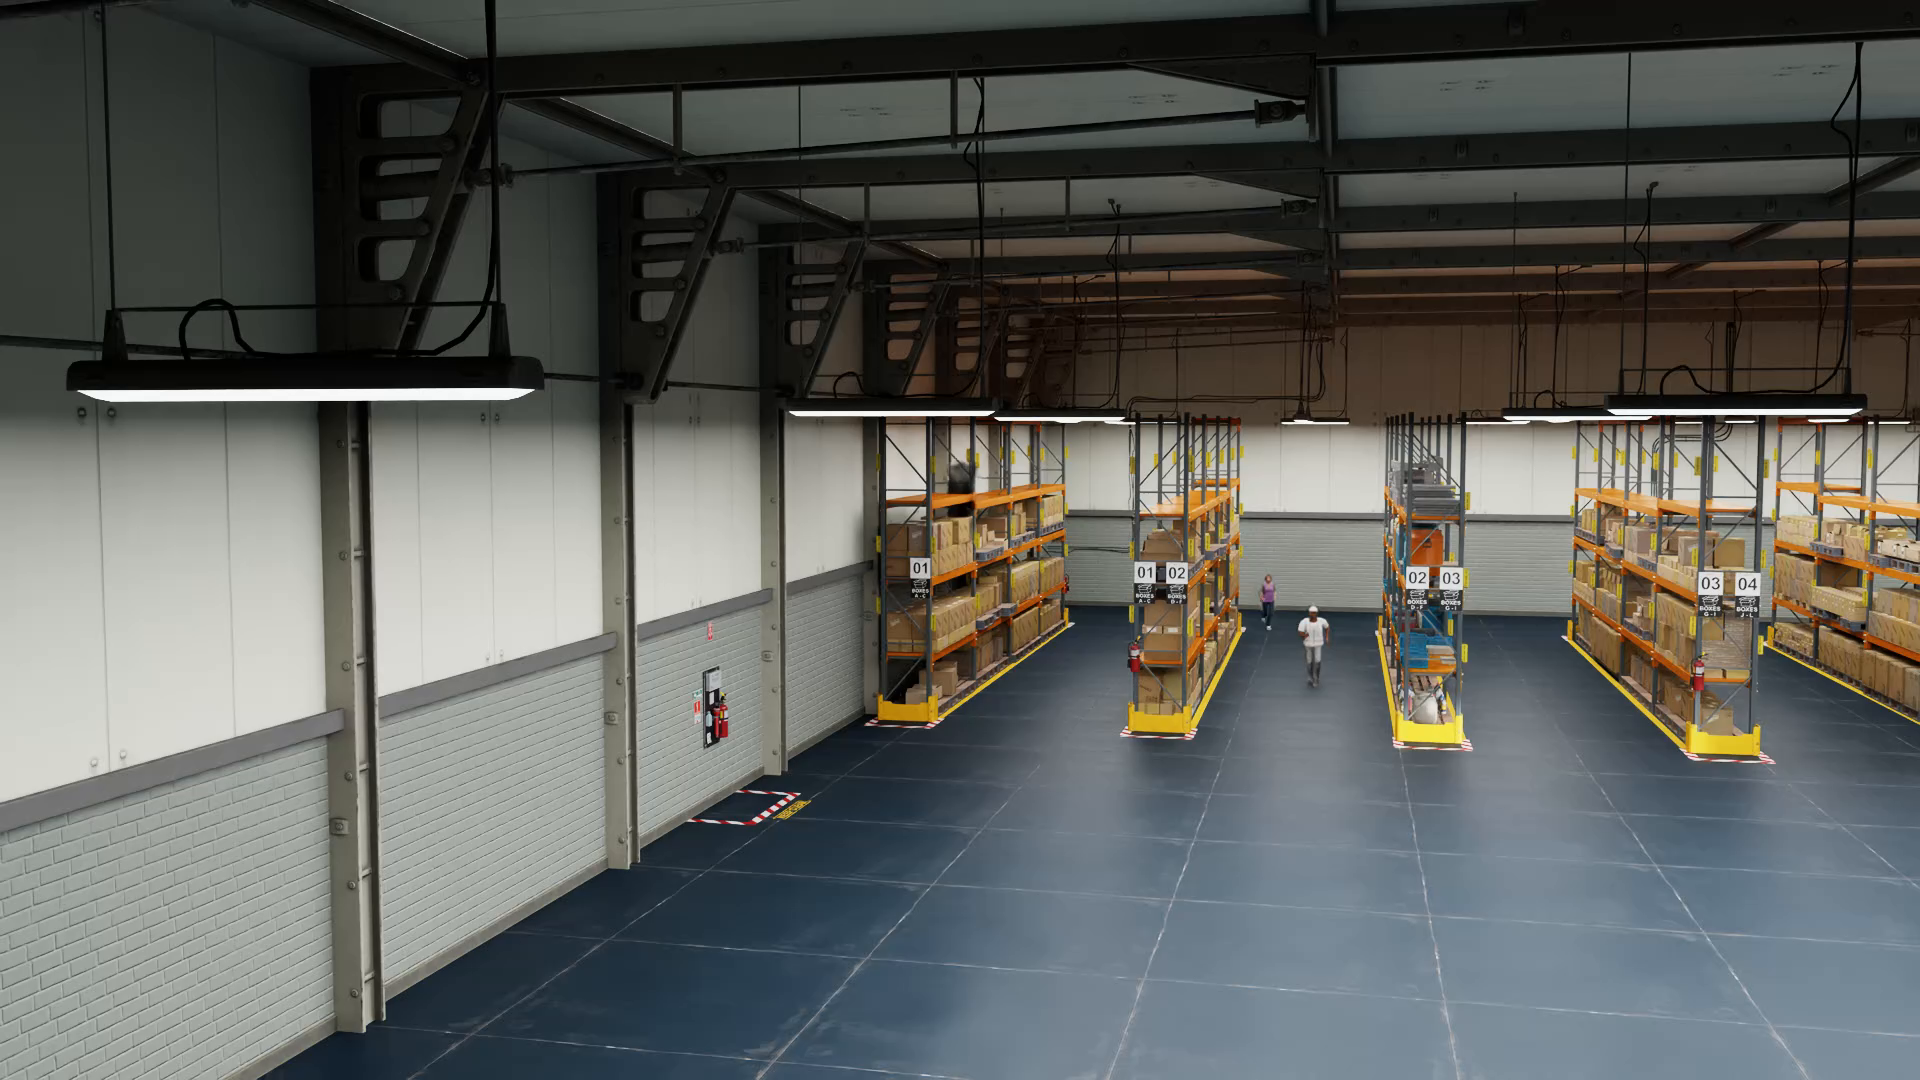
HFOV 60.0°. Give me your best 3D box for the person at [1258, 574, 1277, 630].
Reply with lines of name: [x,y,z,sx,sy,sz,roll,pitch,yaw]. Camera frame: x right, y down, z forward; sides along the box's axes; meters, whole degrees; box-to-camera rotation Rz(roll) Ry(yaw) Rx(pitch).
person: [8.754,1.801,47.272,0.549,1.478,0.631,0,4,-3]

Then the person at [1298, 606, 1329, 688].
person: [7.820,2.358,36.781,0.682,1.811,0.824,1,4,12]
